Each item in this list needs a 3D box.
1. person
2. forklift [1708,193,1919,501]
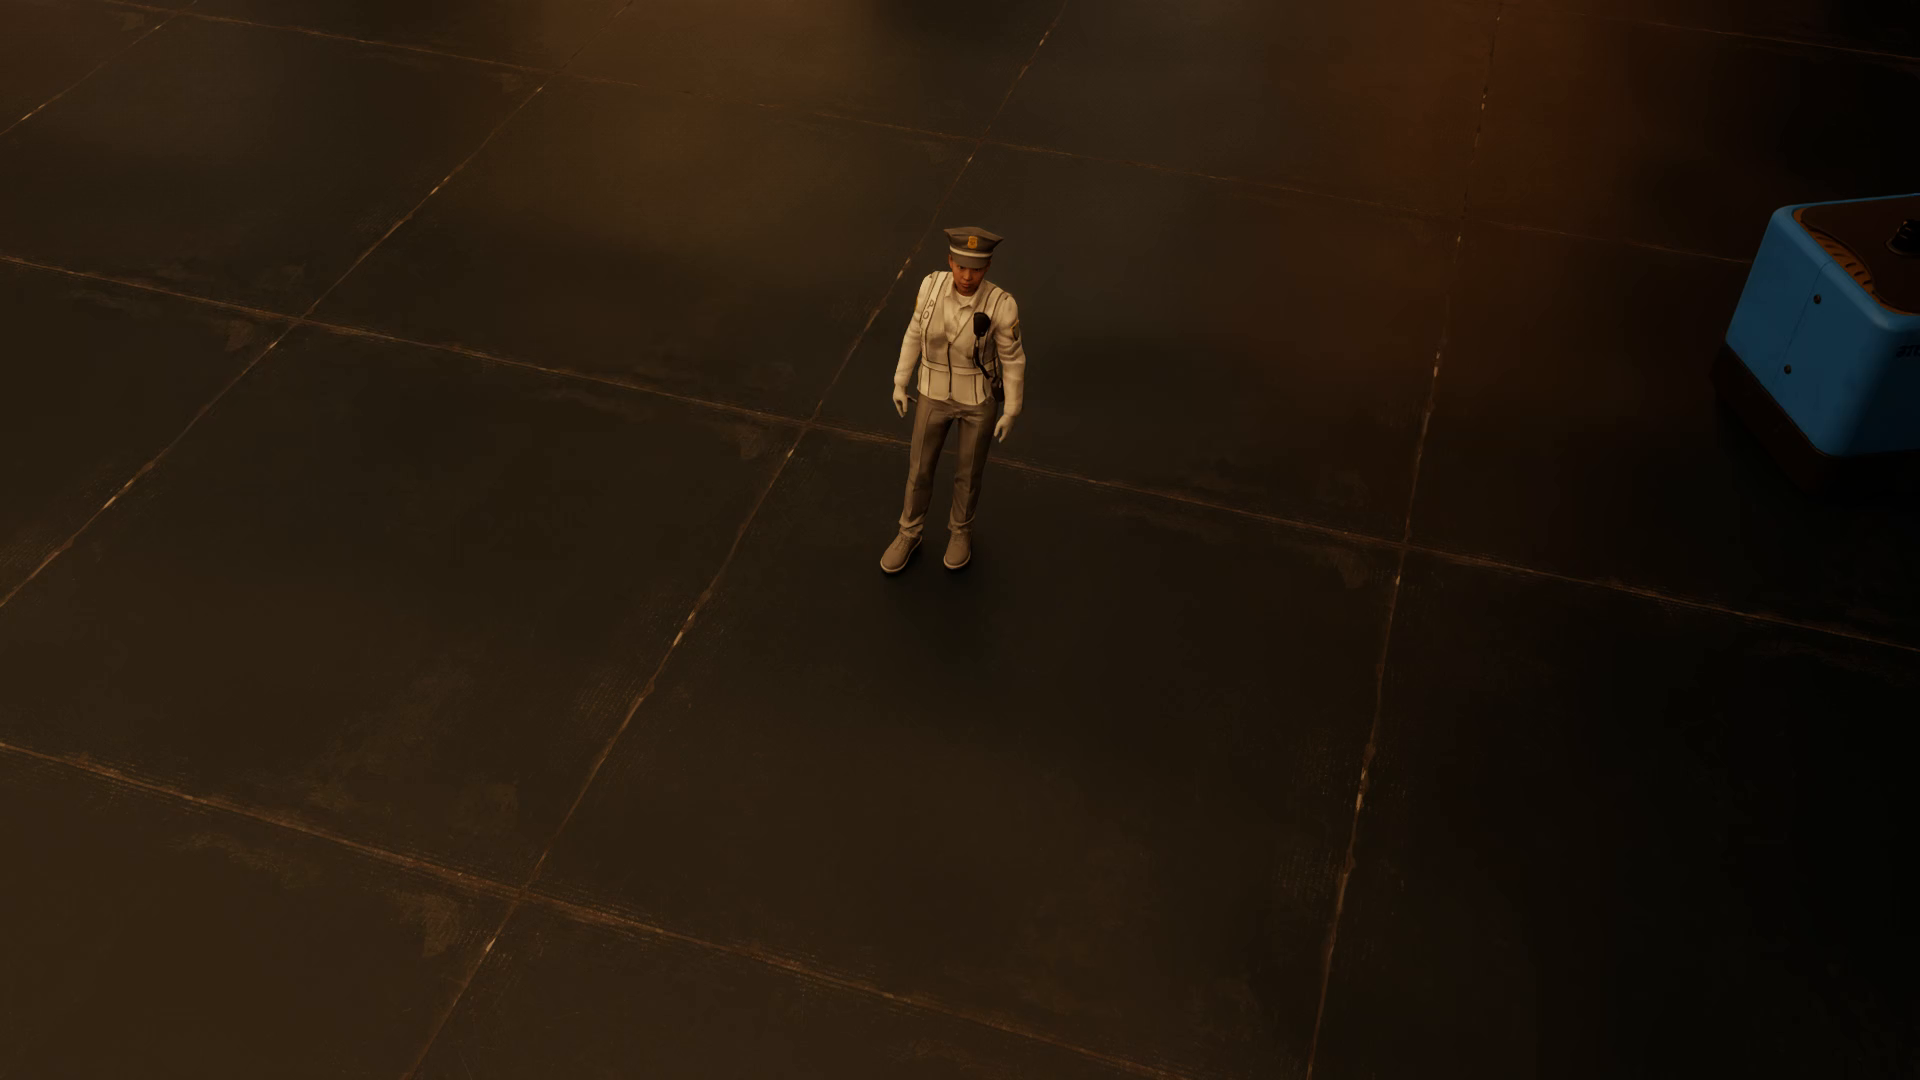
[{"bbox_3d":[-0.027,-0.582,7.212,0.587,1.695,0.531,12,44,13],"label":"person"},{"bbox_3d":[5.452,-1.736,7.555,3.031,2.935,1.130,-7,43,-7],"label":"forklift"}]
